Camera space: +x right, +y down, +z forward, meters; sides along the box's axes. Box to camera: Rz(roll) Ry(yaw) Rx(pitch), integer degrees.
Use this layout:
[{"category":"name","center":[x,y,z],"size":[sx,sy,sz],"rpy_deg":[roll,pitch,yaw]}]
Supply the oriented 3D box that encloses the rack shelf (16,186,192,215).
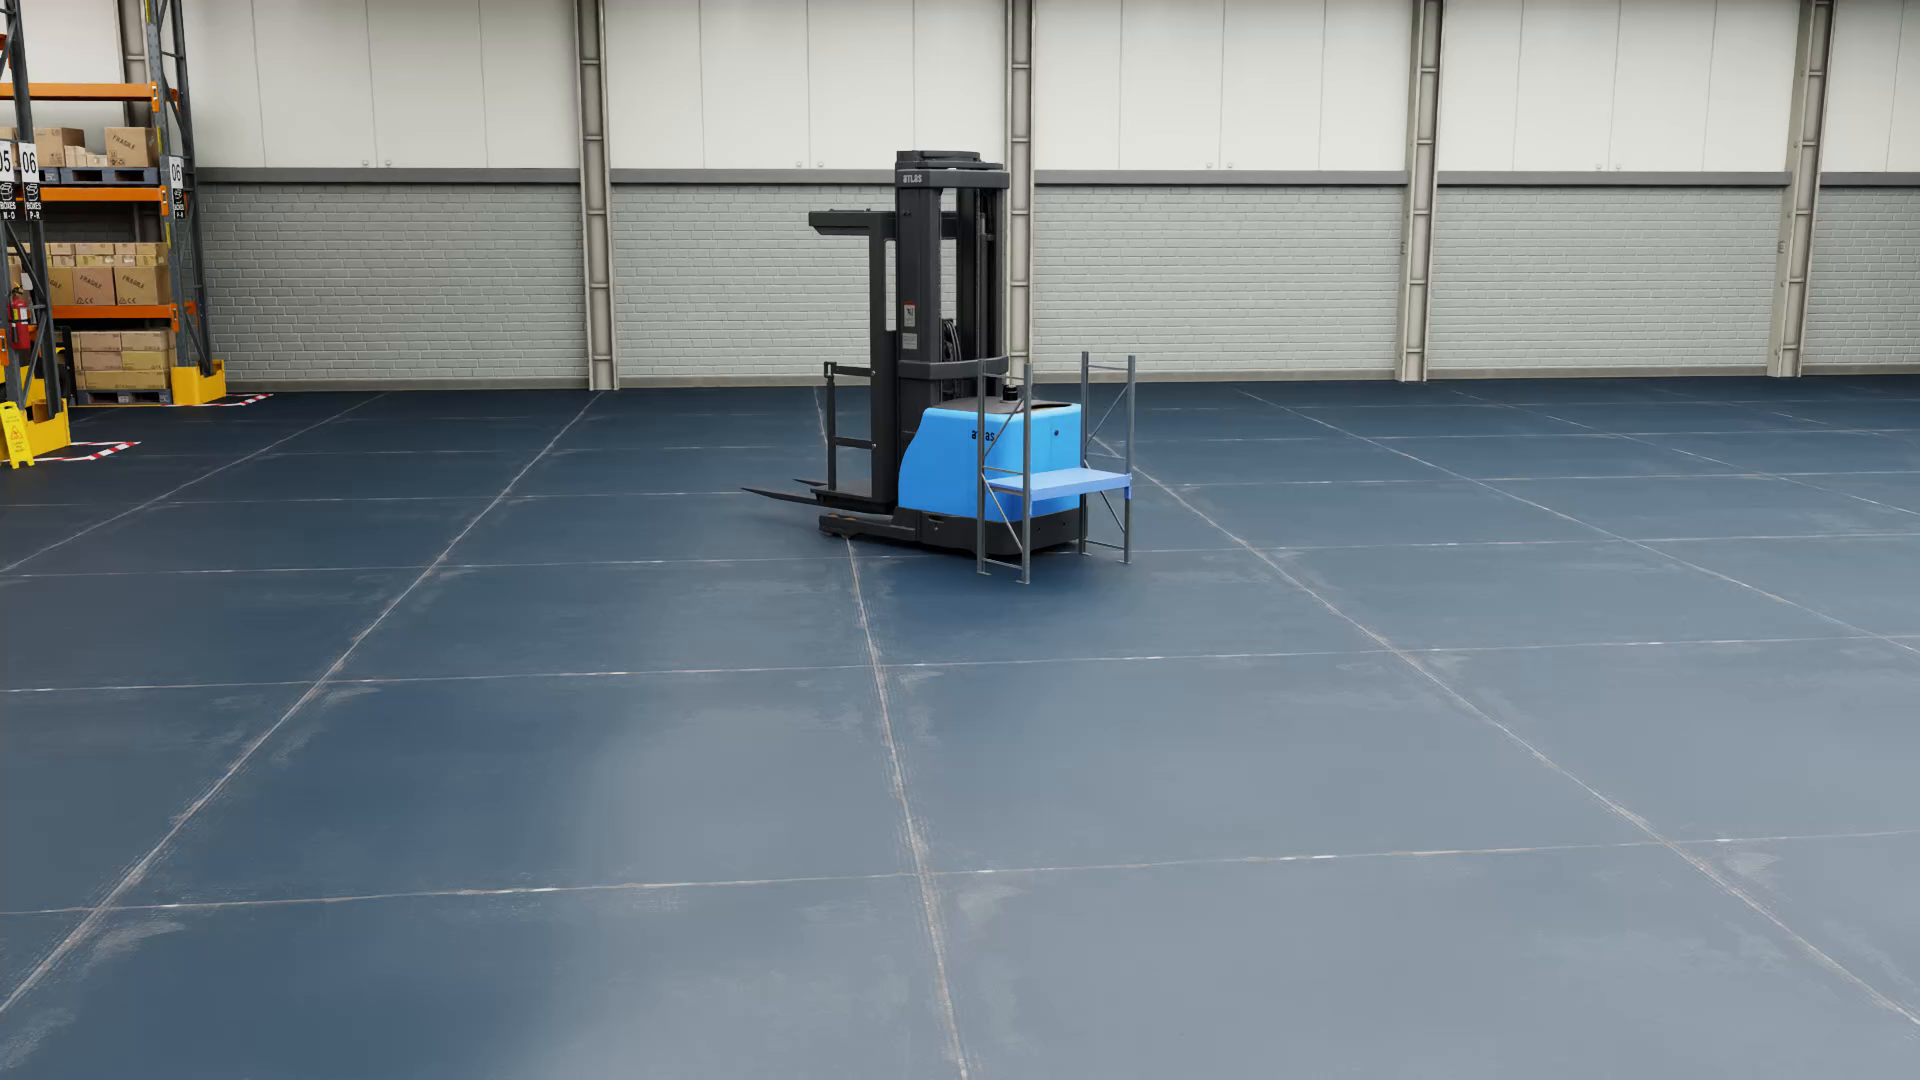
[{"category":"rack shelf","center":[-12.275,-4.437,21.750],"size":[4.000,0.370,1.077],"rpy_deg":[-1,11,-6]}]

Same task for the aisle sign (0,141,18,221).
[{"category":"aisle sign","center":[-9.654,-3.629,16.813],"size":[0.004,0.787,0.394],"rpy_deg":[-1,11,-6]}]

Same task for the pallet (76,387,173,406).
[{"category":"pallet","center":[-11.043,-1.968,22.329],"size":[1.213,0.211,1.003],"rpy_deg":[-1,11,-6]}]

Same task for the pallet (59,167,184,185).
[{"category":"pallet","center":[-10.993,-4.778,21.851],"size":[1.213,0.211,1.003],"rpy_deg":[-1,11,-6]}]

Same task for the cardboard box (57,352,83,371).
[{"category":"cardboard box","center":[-11.748,-2.369,21.884],"size":[0.500,0.250,0.500],"rpy_deg":[-1,11,-7]}]

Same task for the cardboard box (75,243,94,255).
[{"category":"cardboard box","center":[-11.375,-3.812,21.773],"size":[0.250,0.149,0.380],"rpy_deg":[-1,11,-6]}]

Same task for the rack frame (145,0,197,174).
[{"category":"rack frame","center":[-10.287,-6.303,21.603],"size":[0.127,3.000,1.000],"rpy_deg":[-1,11,-6]}]

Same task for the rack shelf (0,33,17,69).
[{"category":"rack shelf","center":[-11.736,-4.955,16.619],"size":[4.000,0.370,1.077],"rpy_deg":[-1,11,-6]}]

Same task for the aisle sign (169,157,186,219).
[{"category":"aisle sign","center":[-10.190,-4.580,21.652],"size":[0.004,0.787,0.394],"rpy_deg":[-1,11,-6]}]

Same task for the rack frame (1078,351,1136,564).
[{"category":"rack frame","center":[1.058,-0.599,12.026],"size":[0.032,1.500,0.500],"rpy_deg":[-10,15,-41]}]

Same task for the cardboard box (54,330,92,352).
[{"category":"cardboard box","center":[-11.719,-2.614,21.834],"size":[0.500,0.250,0.500],"rpy_deg":[-1,11,-5]}]

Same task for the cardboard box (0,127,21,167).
[{"category":"cardboard box","center":[-12.316,-5.074,21.512],"size":[0.637,0.503,0.797],"rpy_deg":[-1,11,-4]}]

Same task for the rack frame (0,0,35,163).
[{"category":"rack frame","center":[-9.747,-5.352,16.762],"size":[0.127,3.000,1.000],"rpy_deg":[-1,11,-6]}]

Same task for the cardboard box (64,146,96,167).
[{"category":"cardboard box","center":[-11.330,-4.940,21.444],"size":[0.258,0.266,0.396],"rpy_deg":[-1,11,-6]}]

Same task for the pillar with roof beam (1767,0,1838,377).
[{"category":"pillar with roof beam","center":[13.248,-6.136,20.752],"size":[0.400,9.000,9.100],"rpy_deg":[-1,11,-6]}]

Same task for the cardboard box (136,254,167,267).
[{"category":"cardboard box","center":[-10.602,-3.666,21.800],"size":[0.250,0.149,0.380],"rpy_deg":[-1,11,-5]}]

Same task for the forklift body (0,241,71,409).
[{"category":"forklift body","center":[-11.975,-2.554,20.283],"size":[1.214,2.155,2.313],"rpy_deg":[-1,11,-6]}]

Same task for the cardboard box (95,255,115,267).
[{"category":"cardboard box","center":[-11.117,-3.661,21.776],"size":[0.250,0.149,0.380],"rpy_deg":[-1,11,-5]}]

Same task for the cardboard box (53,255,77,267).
[{"category":"cardboard box","center":[-11.625,-3.644,21.686],"size":[0.250,0.149,0.380],"rpy_deg":[-2,11,-8]}]

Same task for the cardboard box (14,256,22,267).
[{"category":"cardboard box","center":[-12.132,-3.647,21.701],"size":[0.250,0.149,0.380],"rpy_deg":[-1,11,-6]}]

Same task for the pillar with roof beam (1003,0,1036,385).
[{"category":"pillar with roof beam","center":[1.318,-5.886,19.481],"size":[0.400,9.000,9.100],"rpy_deg":[-1,11,-6]}]

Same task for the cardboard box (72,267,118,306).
[{"category":"cardboard box","center":[-11.265,-3.339,21.818],"size":[0.500,0.500,0.500],"rpy_deg":[-1,11,-4]}]

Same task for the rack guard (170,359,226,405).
[{"category":"rack guard","center":[-10.263,-2.134,22.426],"size":[0.348,0.500,1.175],"rpy_deg":[-1,11,-6]}]

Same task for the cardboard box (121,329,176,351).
[{"category":"cardboard box","center":[-10.711,-2.638,21.957],"size":[0.500,0.250,0.500],"rpy_deg":[-1,11,-4]}]

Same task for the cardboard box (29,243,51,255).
[{"category":"cardboard box","center":[-11.878,-3.779,21.604],"size":[0.250,0.149,0.380],"rpy_deg":[-1,11,-5]}]

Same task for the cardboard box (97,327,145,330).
[{"category":"cardboard box","center":[-11.282,-2.722,22.387],"size":[0.500,0.250,0.500],"rpy_deg":[-1,11,-6]}]

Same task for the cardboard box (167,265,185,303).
[{"category":"cardboard box","center":[-10.810,-3.452,22.391],"size":[0.500,0.500,0.500],"rpy_deg":[-1,11,-4]}]

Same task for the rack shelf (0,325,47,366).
[{"category":"rack shelf","center":[-11.736,-2.013,17.198],"size":[4.000,0.370,1.077],"rpy_deg":[-1,11,-6]}]

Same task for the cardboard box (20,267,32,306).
[{"category":"cardboard box","center":[-12.273,-3.316,21.699],"size":[0.500,0.500,0.500],"rpy_deg":[-1,11,-6]}]

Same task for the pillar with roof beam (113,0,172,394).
[{"category":"pillar with roof beam","center":[-10.612,-5.636,18.209],"size":[0.400,9.000,9.100],"rpy_deg":[-1,11,-6]}]

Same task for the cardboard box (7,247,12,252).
[{"category":"cardboard box","center":[-12.397,-3.790,21.659],"size":[0.250,0.149,0.380],"rpy_deg":[-1,11,-6]}]

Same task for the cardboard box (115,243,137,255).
[{"category":"cardboard box","center":[-10.862,-3.814,21.781],"size":[0.250,0.149,0.380],"rpy_deg":[-1,11,-6]}]

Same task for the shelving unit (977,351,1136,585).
[{"category":"shelving unit","center":[0.678,-0.534,11.695],"size":[1.048,1.500,0.538],"rpy_deg":[-10,15,-41]}]

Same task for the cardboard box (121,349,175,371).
[{"category":"cardboard box","center":[-10.737,-2.392,22.002],"size":[0.500,0.250,0.500],"rpy_deg":[-1,11,-7]}]

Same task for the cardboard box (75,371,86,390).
[{"category":"cardboard box","center":[-11.714,-2.129,21.961],"size":[0.500,0.250,0.500],"rpy_deg":[-1,11,-5]}]

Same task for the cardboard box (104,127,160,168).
[{"category":"cardboard box","center":[-10.701,-5.080,21.548],"size":[0.500,0.500,0.500],"rpy_deg":[-1,11,-4]}]

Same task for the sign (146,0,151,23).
[{"category":"sign","center":[-10.243,-6.696,20.975],"size":[0.005,0.325,0.100],"rpy_deg":[-1,11,-6]}]

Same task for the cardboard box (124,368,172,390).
[{"category":"cardboard box","center":[-10.720,-2.146,22.049],"size":[0.500,0.250,0.500],"rpy_deg":[-1,11,-6]}]

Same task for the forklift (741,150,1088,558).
[{"category":"forklift","center":[-0.475,-1.517,12.985],"size":[3.031,2.935,1.130],"rpy_deg":[9,15,40]}]
